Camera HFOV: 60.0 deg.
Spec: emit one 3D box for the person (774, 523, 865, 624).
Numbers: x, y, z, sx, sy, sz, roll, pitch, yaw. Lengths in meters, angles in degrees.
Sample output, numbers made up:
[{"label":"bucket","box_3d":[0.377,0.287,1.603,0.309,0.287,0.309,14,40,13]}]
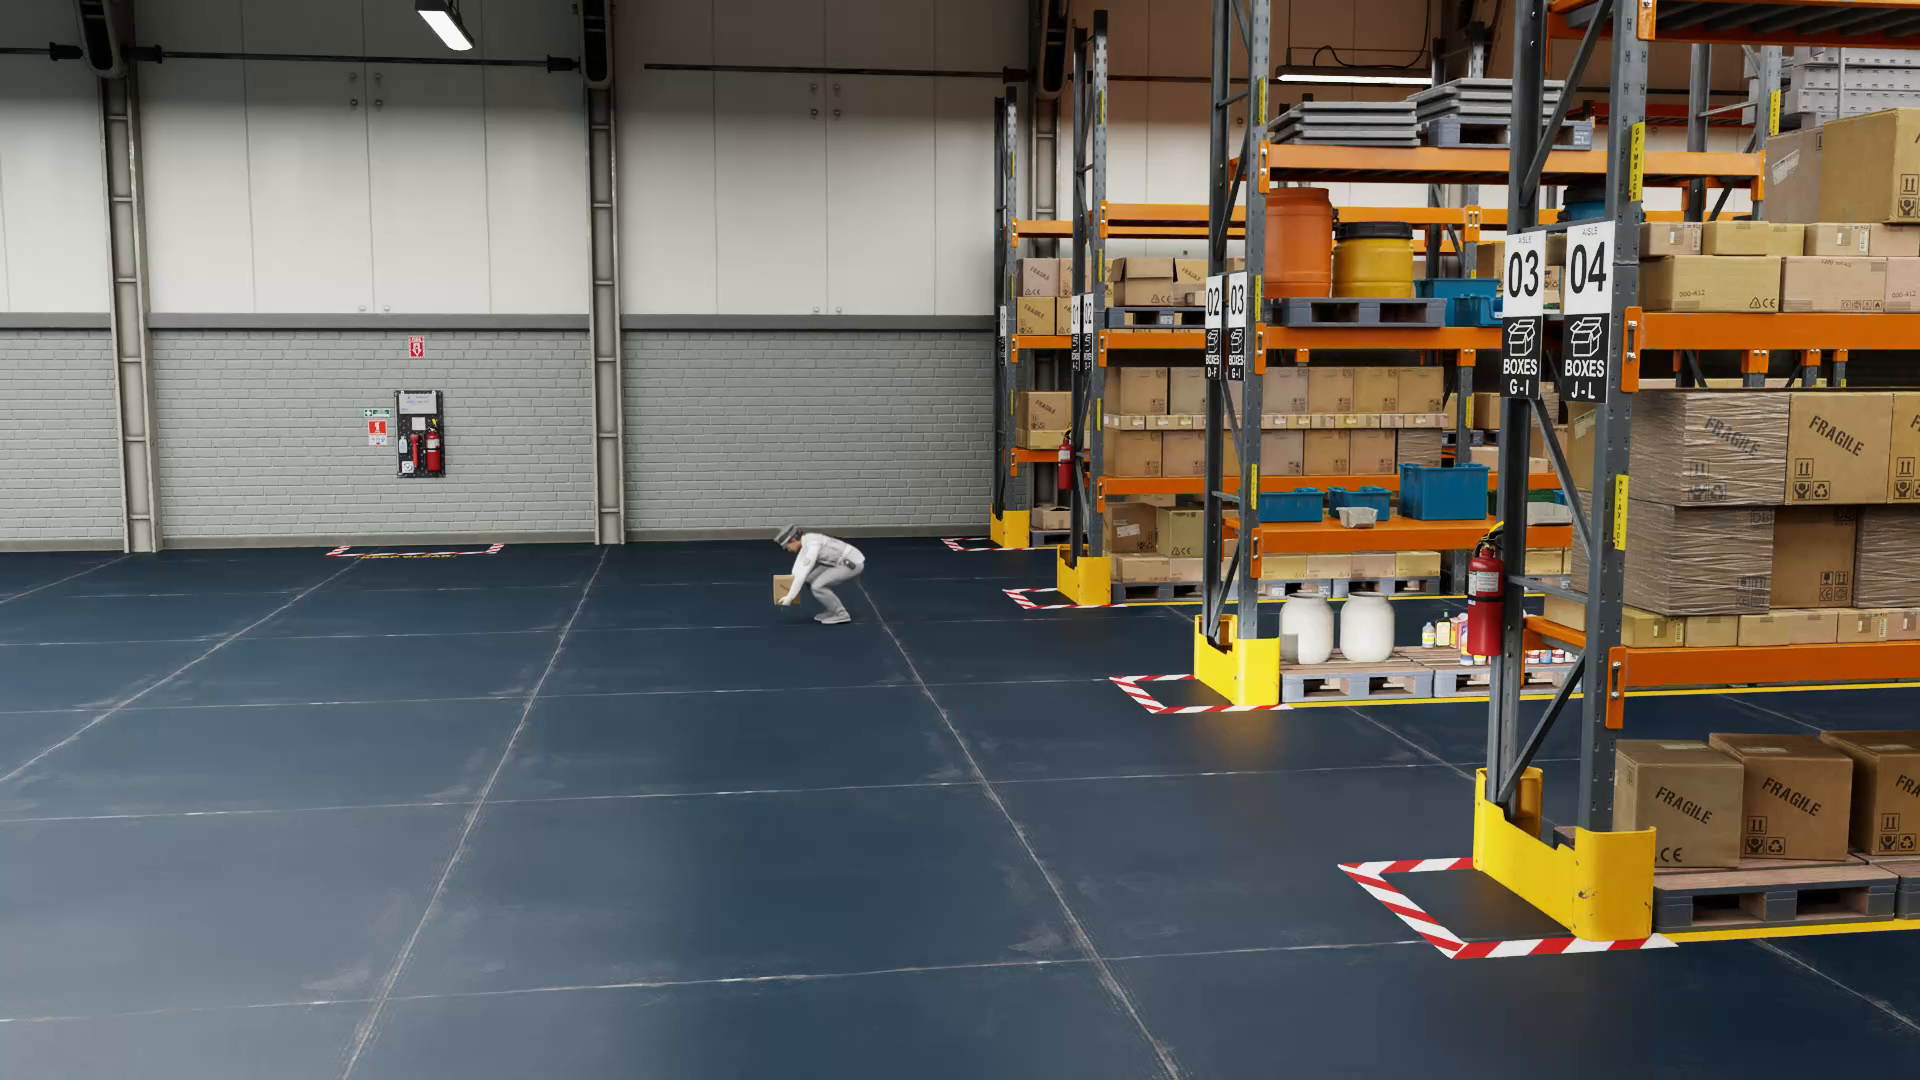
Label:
[{"label":"person","box_3d":[-1.360,0.316,16.114,0.883,0.982,0.454,-1,7,-10]}]
